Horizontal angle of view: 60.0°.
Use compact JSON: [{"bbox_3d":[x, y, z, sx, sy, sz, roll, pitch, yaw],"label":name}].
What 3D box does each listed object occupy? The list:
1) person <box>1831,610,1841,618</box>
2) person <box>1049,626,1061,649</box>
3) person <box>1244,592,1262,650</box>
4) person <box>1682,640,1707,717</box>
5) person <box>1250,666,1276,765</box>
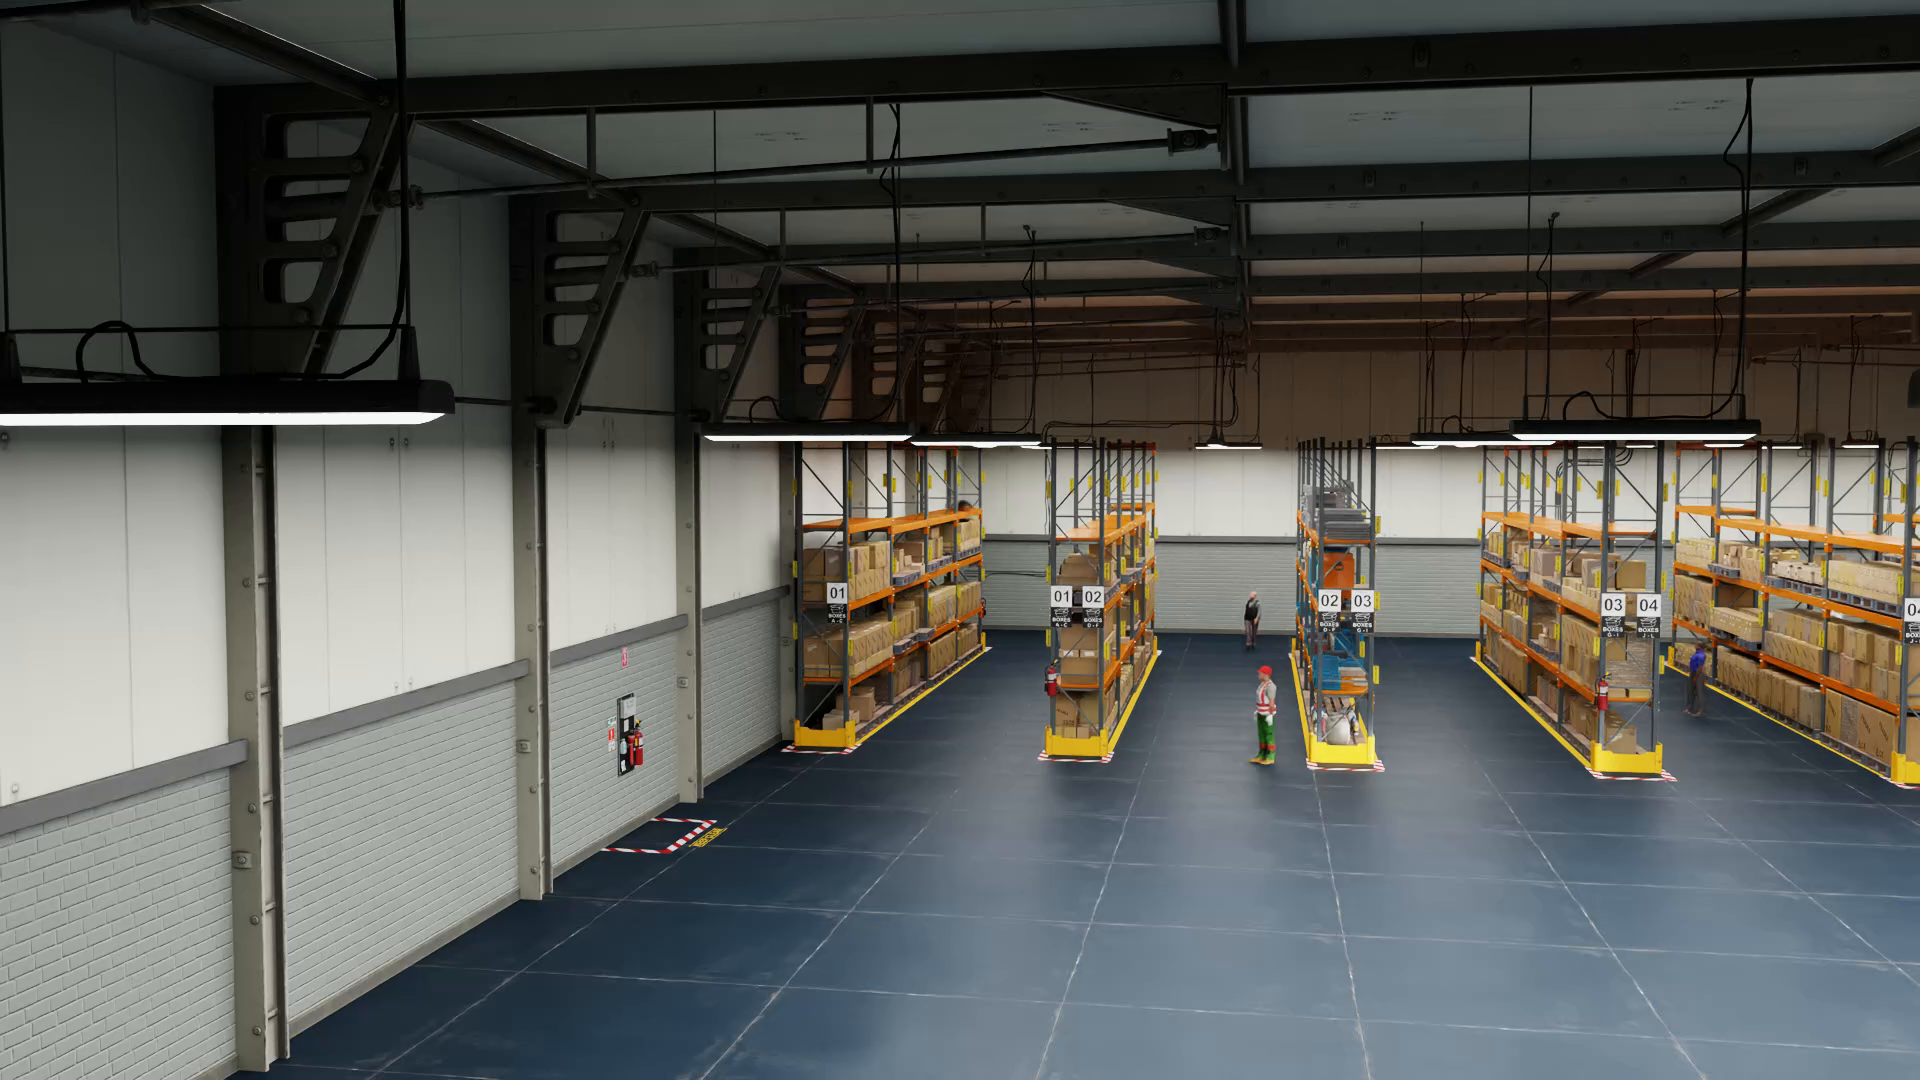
[{"bbox_3d":[24.835,2.392,47.169,0.862,1.641,0.510,0,3,-7],"label":"person"},{"bbox_3d":[2.798,2.454,46.488,0.569,1.608,0.974,1,3,15],"label":"person"},{"bbox_3d":[8.446,2.327,47.963,0.483,1.657,1.038,0,3,6],"label":"person"},{"bbox_3d":[15.951,2.982,36.089,0.433,1.656,0.510,0,3,-5],"label":"person"},{"bbox_3d":[5.564,3.201,30.467,0.415,1.798,0.557,-1,3,-12],"label":"person"}]
